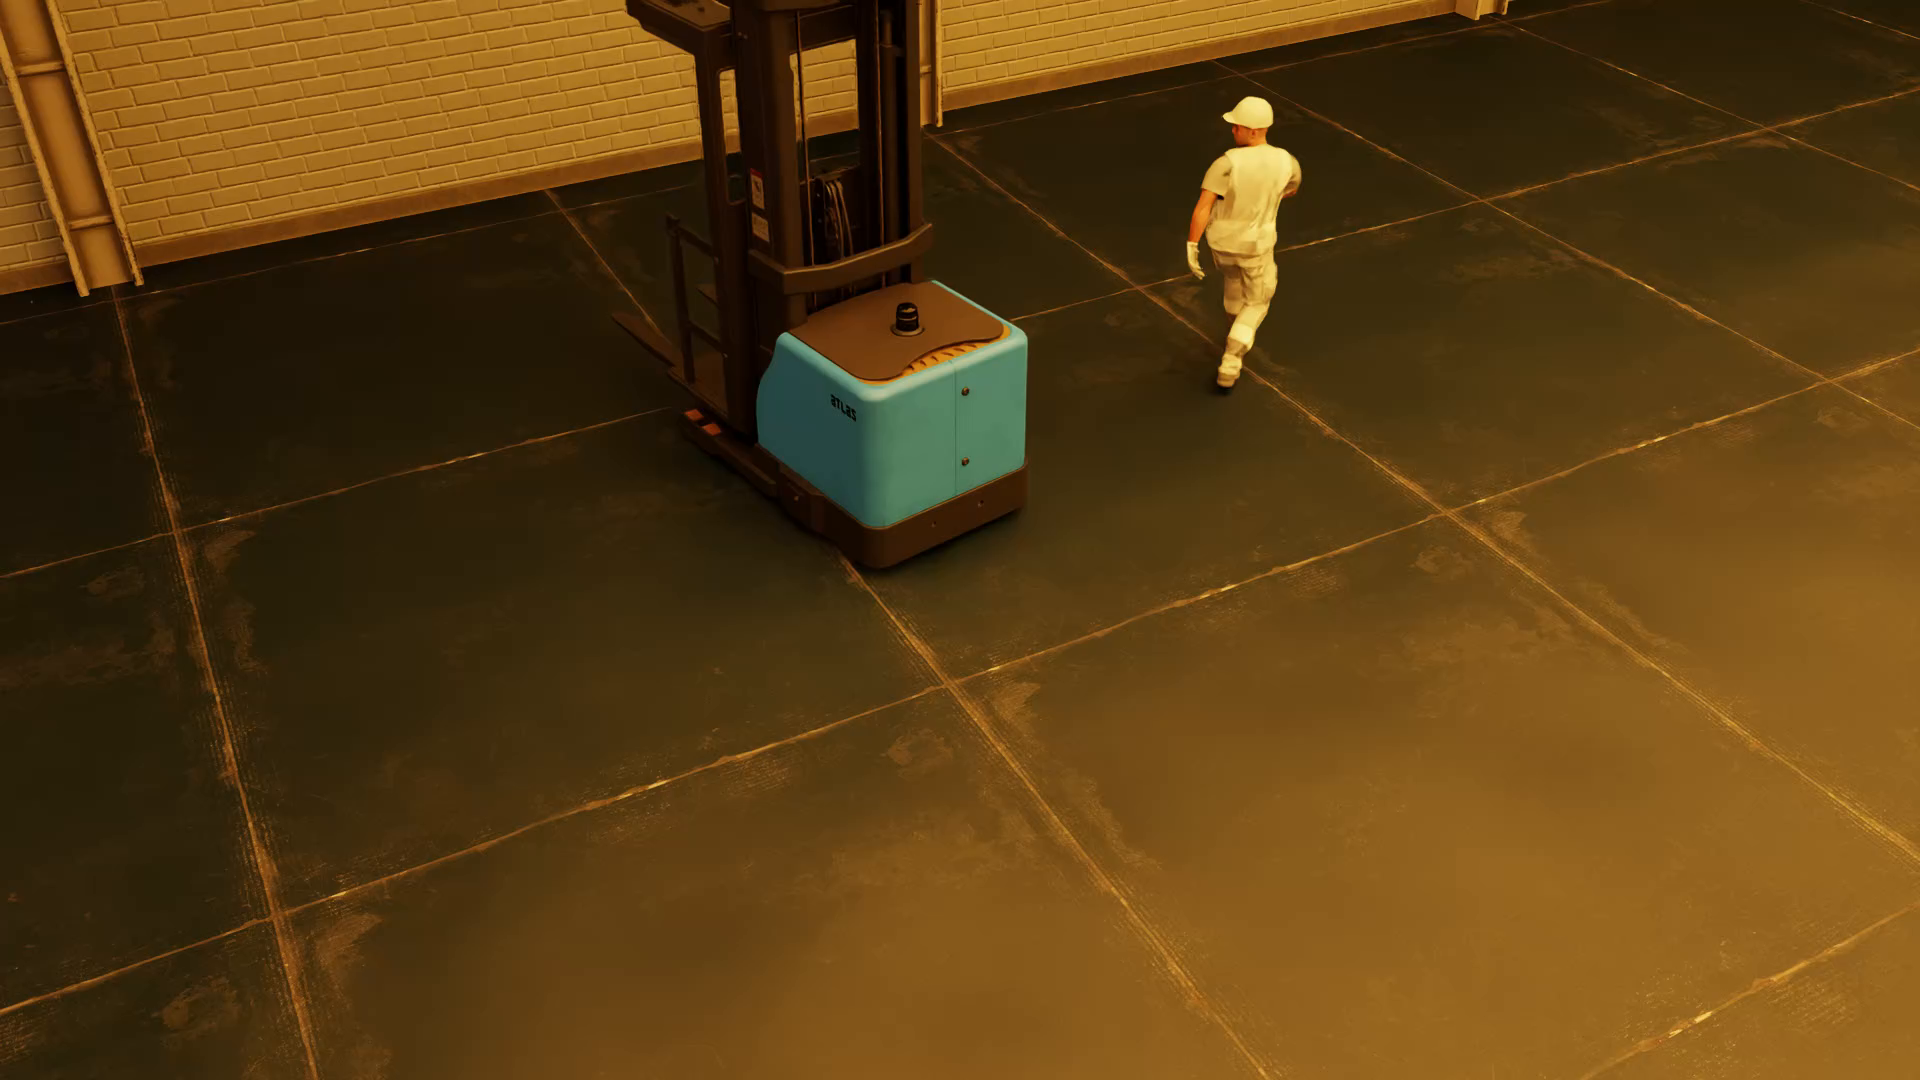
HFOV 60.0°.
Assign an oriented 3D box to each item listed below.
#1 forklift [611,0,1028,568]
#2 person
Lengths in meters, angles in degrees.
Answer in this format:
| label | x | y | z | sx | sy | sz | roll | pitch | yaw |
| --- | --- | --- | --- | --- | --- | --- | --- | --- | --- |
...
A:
| label | x | y | z | sx | sy | sz | roll | pitch | yaw |
| --- | --- | --- | --- | --- | --- | --- | --- | --- | --- |
| forklift | -0.952 | -1.844 | 8.732 | 1.130 | 2.935 | 3.031 | -25 | 42 | -30 |
| person | 1.659 | -1.758 | 9.710 | 0.558 | 1.711 | 0.970 | 10 | 36 | 13 |
